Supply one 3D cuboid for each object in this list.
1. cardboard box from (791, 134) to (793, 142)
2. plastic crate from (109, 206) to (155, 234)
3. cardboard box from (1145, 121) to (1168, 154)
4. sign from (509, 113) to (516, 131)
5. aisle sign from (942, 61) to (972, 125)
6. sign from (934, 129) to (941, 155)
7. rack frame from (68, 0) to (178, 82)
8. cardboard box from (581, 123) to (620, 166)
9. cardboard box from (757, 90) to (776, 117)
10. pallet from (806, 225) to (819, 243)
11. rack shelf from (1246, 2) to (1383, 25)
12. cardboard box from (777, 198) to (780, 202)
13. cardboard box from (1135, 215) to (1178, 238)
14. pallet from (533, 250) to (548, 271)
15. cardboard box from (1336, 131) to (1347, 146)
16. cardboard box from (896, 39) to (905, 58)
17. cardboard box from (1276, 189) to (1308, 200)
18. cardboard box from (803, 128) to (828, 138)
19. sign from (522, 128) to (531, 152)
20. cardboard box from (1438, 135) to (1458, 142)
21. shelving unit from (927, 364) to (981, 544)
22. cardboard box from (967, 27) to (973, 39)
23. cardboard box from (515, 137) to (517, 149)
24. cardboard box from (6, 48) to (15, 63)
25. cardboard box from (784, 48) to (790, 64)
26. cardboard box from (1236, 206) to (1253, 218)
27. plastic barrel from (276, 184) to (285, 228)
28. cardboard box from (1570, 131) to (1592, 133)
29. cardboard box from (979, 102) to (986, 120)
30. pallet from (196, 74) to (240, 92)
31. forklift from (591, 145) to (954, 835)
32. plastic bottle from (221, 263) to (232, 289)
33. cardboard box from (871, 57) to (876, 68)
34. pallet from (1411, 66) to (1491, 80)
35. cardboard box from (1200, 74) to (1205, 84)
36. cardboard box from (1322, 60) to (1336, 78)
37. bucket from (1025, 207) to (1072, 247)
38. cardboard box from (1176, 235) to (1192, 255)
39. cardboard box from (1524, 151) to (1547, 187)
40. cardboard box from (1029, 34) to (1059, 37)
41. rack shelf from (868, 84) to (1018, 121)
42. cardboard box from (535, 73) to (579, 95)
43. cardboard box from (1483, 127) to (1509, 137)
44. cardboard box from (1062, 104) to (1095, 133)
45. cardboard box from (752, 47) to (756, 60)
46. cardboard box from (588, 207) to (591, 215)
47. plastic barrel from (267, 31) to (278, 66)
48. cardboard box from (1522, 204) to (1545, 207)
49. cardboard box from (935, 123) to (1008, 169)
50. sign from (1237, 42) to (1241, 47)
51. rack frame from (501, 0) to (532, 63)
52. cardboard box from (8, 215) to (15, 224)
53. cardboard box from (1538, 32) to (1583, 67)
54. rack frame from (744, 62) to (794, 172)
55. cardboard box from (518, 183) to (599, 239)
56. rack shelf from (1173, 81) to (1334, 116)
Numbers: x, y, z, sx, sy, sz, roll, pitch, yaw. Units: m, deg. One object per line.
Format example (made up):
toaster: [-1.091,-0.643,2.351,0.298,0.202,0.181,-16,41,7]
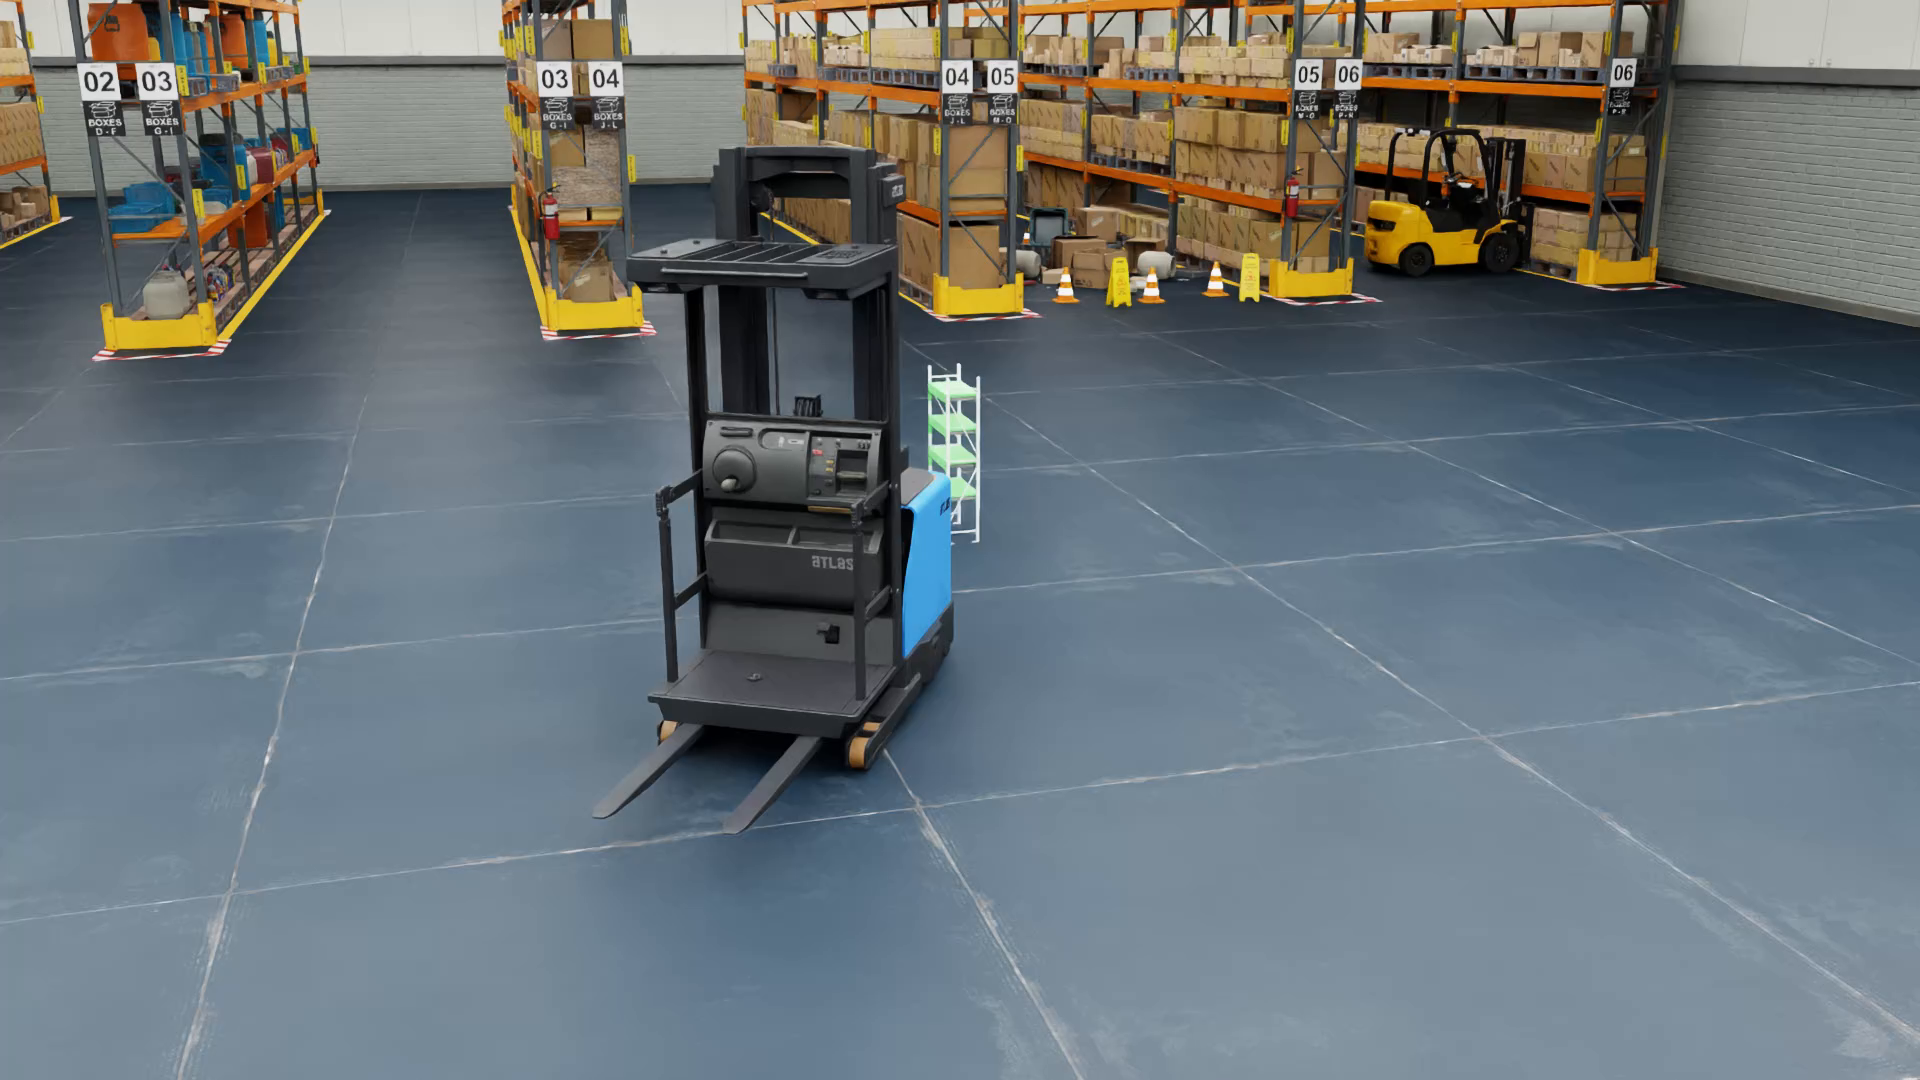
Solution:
cardboard box: [-2.892,-7.362,30.435,0.380,0.149,0.250,-4,17,-14]
plastic crate: [-9.747,-3.756,19.501,0.499,0.251,0.616,-5,17,-15]
cardboard box: [3.384,-6.632,27.396,0.500,0.500,0.500,-5,17,-15]
sign: [-8.391,-7.832,31.167,0.100,0.325,0.005,-5,17,-15]
aisle sign: [-0.032,-5.670,21.095,0.394,0.787,0.004,-5,17,-15]
sign: [-0.289,-5.097,21.282,0.100,0.325,0.005,-5,17,-15]
rack frame: [-9.322,-6.586,18.234,1.000,3.000,0.127,-5,17,-15]
cardboard box: [-4.449,-4.947,20.778,0.500,0.500,0.500,-5,17,-15]
cardboard box: [-3.882,-8.993,34.246,0.500,0.500,0.500,-5,18,-17]
pallet: [-2.175,-5.562,30.101,1.003,0.211,1.213,-5,17,-15]
rack shelf: [6.992,-10.384,32.825,1.077,0.370,4.000,-5,17,-15]
cardboard box: [-3.453,-6.828,33.177,0.380,0.149,0.250,-4,17,-14]
cardboard box: [3.522,-5.280,28.153,0.950,0.372,0.625,-4,17,-12]
pallet: [-6.213,-4.428,26.327,1.003,0.211,1.213,-5,17,-15]
cardboard box: [7.405,-7.517,31.156,0.500,0.250,0.500,-5,17,-15]
cardboard box: [-0.578,-6.755,22.850,0.500,0.250,0.500,-5,17,-15]
cardboard box: [4.660,-4.854,23.333,0.380,0.149,0.250,-4,17,-13]
cardboard box: [-2.537,-7.146,29.201,0.380,0.149,0.250,-5,18,-17]
sign: [-6.192,-5.720,23.768,0.100,0.325,0.005,-5,17,-15]
cardboard box: [8.333,-6.823,28.151,0.380,0.149,0.250,-4,17,-13]
shelving unit: [-0.045,-0.620,11.932,0.258,1.200,0.503,-5,17,-15]
cardboard box: [0.313,-6.673,21.886,0.380,0.149,0.250,-5,17,-16]
cardboard box: [-8.231,-7.595,31.767,0.500,0.250,0.500,-5,17,-16]
cardboard box: [-17.825,-8.953,30.721,0.500,0.250,0.500,-5,17,-15]
cardboard box: [-3.021,-9.123,31.319,0.500,0.311,0.500,-5,17,-16]
cardboard box: [4.266,-4.809,24.365,0.380,0.149,0.250,-4,17,-14]
plastic barrel: [-12.487,-6.076,29.883,0.600,0.901,0.708,-5,17,-15]
cardboard box: [9.577,-6.179,25.491,0.380,0.149,0.250,-4,17,-14]
cardboard box: [0.727,-9.401,36.121,0.500,0.500,0.500,-5,17,-16]
pallet: [-10.129,-5.973,21.737,1.213,0.211,1.003,-5,17,-15]
forklift: [-0.898,-0.392,8.161,1.130,2.935,3.031,4,17,14]
plastic bottle: [-9.915,-3.553,22.404,0.144,0.351,0.185,-6,18,-18]
cardboard box: [-1.089,-7.012,24.402,0.380,0.149,0.250,-5,17,-16]
pallet: [8.386,-7.975,28.407,0.805,0.209,1.217,-5,18,-17]
cardboard box: [3.912,-7.068,25.490,0.380,0.149,0.250,-5,17,-15]
cardboard box: [5.087,-6.555,23.089,0.500,0.250,0.500,-5,17,-16]
bucket: [1.392,-4.880,26.030,0.726,0.611,0.620,1,7,4]
cardboard box: [3.772,-4.694,26.413,0.500,0.250,0.500,-6,18,-18]
cardboard box: [9.078,-5.730,25.641,0.500,0.500,0.500,-5,17,-16]
cardboard box: [1.711,-10.120,34.135,0.500,0.500,0.500,-4,17,-14]
rack shelf: [-0.313,-6.113,23.127,1.077,0.370,4.000,-5,17,-15]
cardboard box: [-4.937,-5.582,20.368,0.500,0.250,0.500,-4,17,-14]
cardboard box: [8.653,-6.562,26.766,0.380,0.149,0.250,-4,17,-14]
cardboard box: [2.227,-7.891,31.095,0.500,0.500,0.500,-4,17,-14]
cardboard box: [-4.018,-10.071,34.443,0.500,0.250,0.500,-4,17,-15]
cardboard box: [-4.602,-4.290,21.456,0.380,0.149,0.250,-5,17,-15]
plastic barrel: [-12.174,-8.523,28.841,0.600,0.588,0.600,0,17,0]
cardboard box: [8.887,-5.167,26.251,0.500,0.250,0.500,-5,17,-16]
cardboard box: [0.172,-5.163,21.788,0.875,0.550,0.550,-5,17,-15]
sign: [4.389,-7.723,26.336,0.100,0.325,0.005,-5,17,-15]
rack frame: [-8.957,-11.403,34.271,1.000,3.000,0.127,-5,17,-15]
cardboard box: [-17.538,-5.867,30.429,0.380,0.166,0.250,-5,17,-15]
cardboard box: [9.199,-7.409,25.111,0.700,0.500,0.500,-5,17,-15]
rack frame: [-4.160,-8.894,36.347,1.000,3.000,0.127,-5,17,-15]
cardboard box: [-6.928,-5.693,28.654,1.225,0.875,0.875,-6,18,-18]
rack shelf: [4.419,-6.533,24.523,1.077,0.370,4.000,-5,17,-15]
